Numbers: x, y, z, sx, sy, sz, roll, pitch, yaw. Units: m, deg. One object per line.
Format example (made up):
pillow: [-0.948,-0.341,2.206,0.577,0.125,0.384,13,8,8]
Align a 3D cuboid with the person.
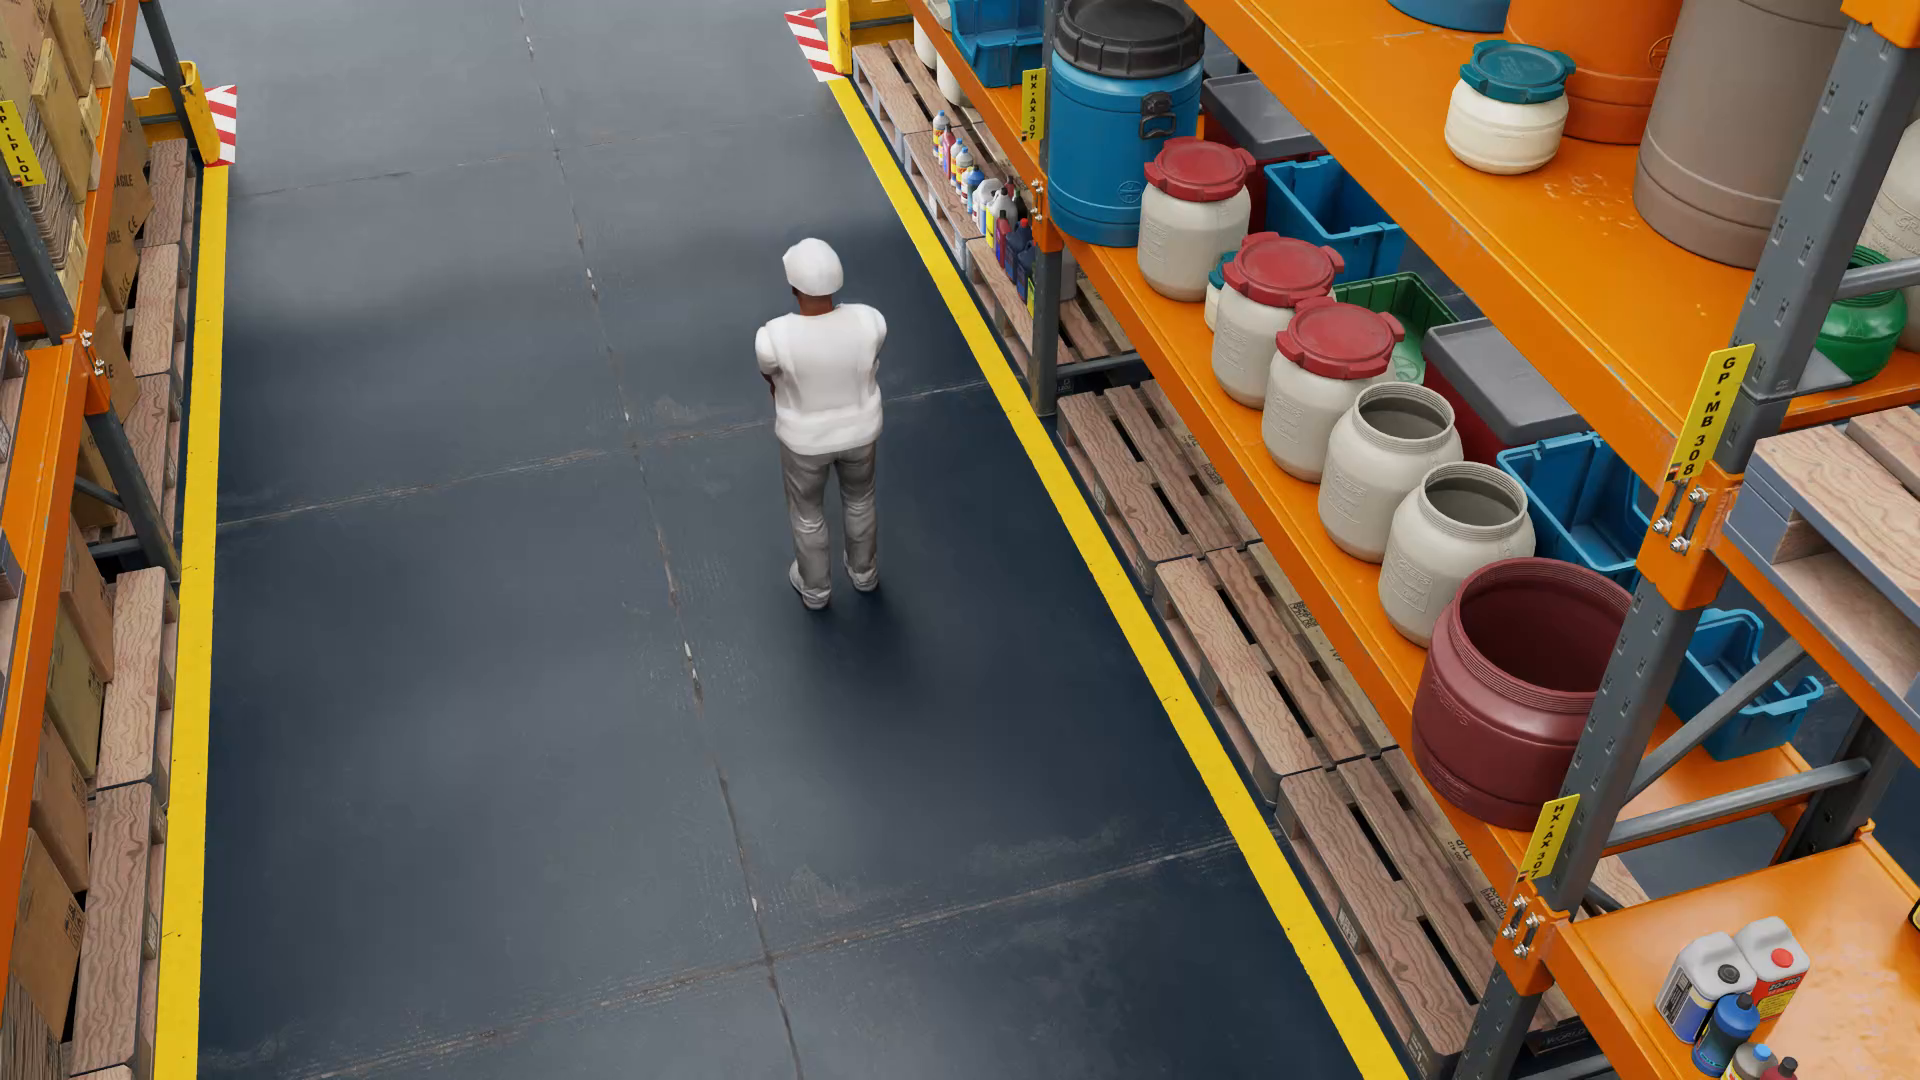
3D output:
person: [-0.565,-0.506,6.707,0.505,1.762,0.571,-12,43,-13]
